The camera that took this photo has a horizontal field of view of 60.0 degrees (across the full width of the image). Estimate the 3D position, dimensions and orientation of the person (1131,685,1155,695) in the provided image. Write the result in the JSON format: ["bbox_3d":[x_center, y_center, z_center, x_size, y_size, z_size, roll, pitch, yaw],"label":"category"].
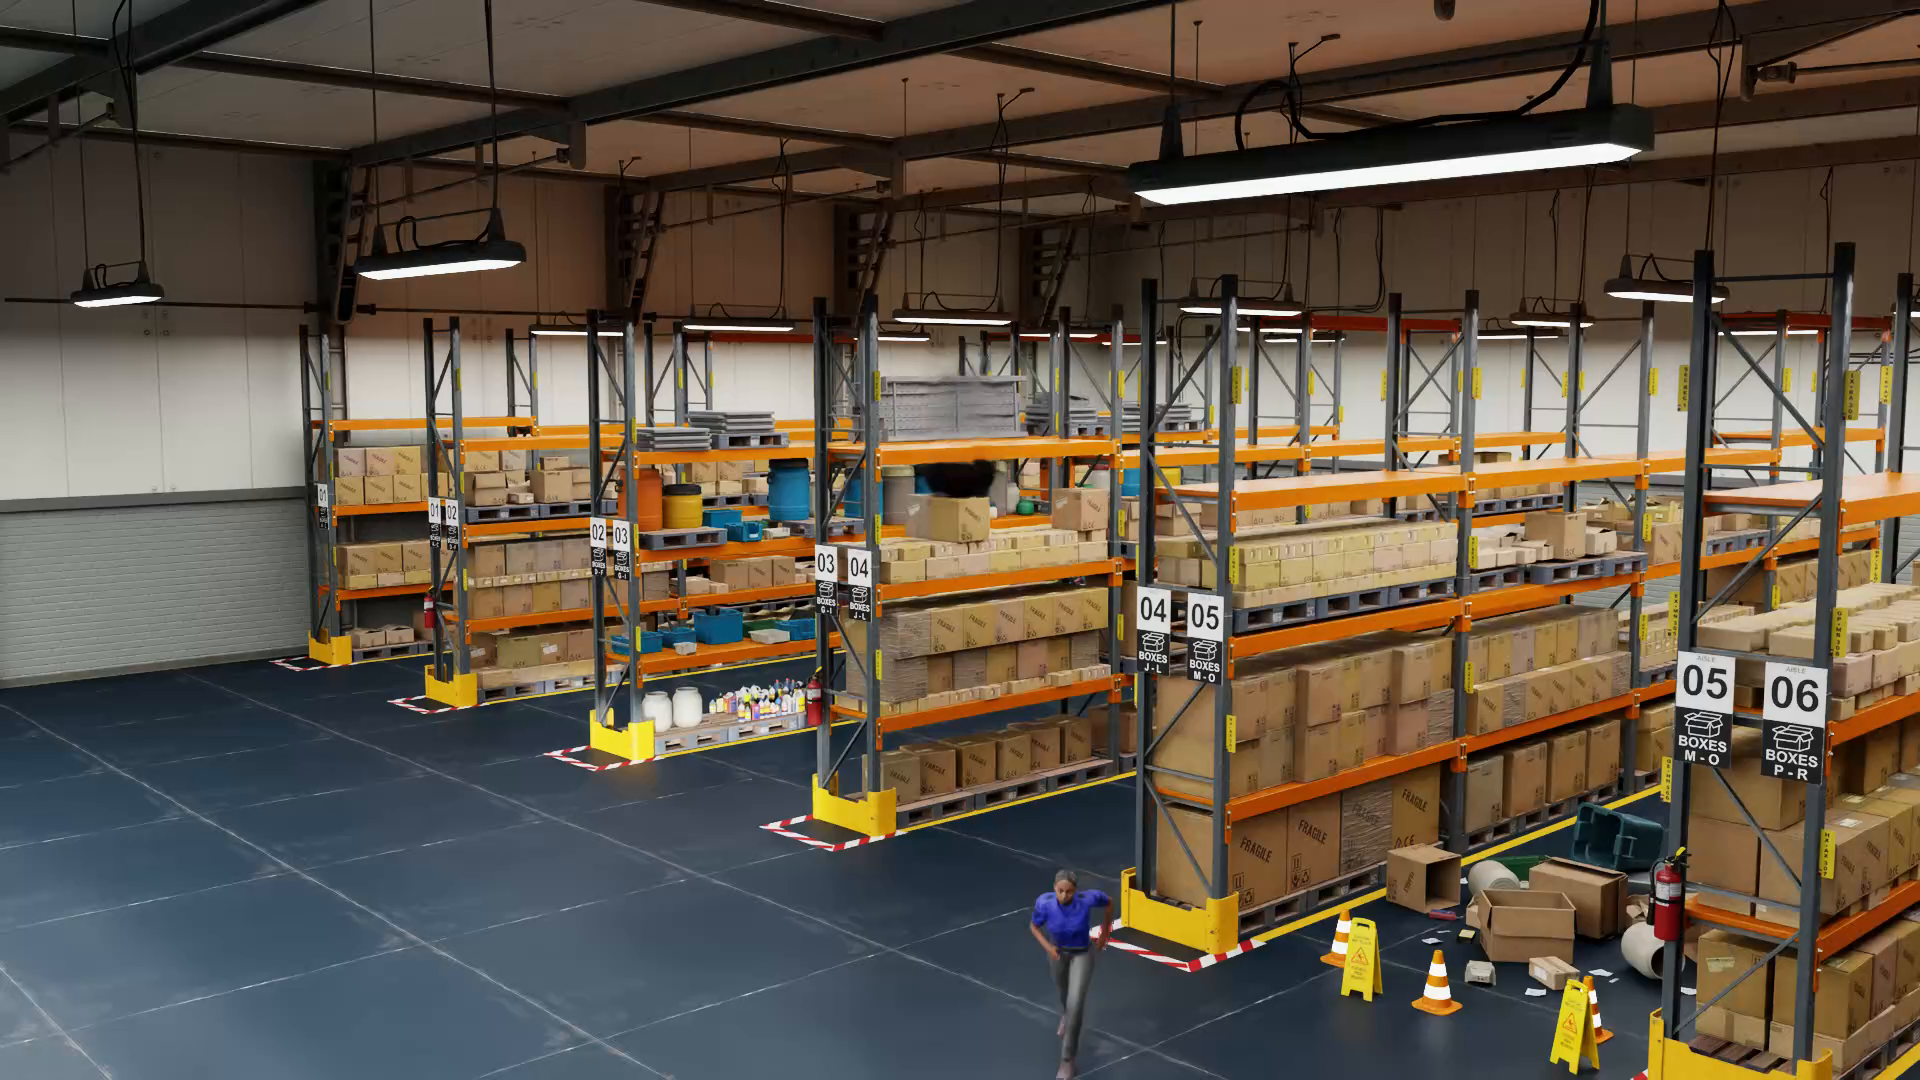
[{"bbox_3d":[2.804,1.869,24.982,0.516,1.554,0.529,6,8,44],"label":"person"}]

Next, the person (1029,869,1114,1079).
[{"bbox_3d":[0.843,3.155,12.488,0.618,1.616,0.965,1,6,8],"label":"person"}]
